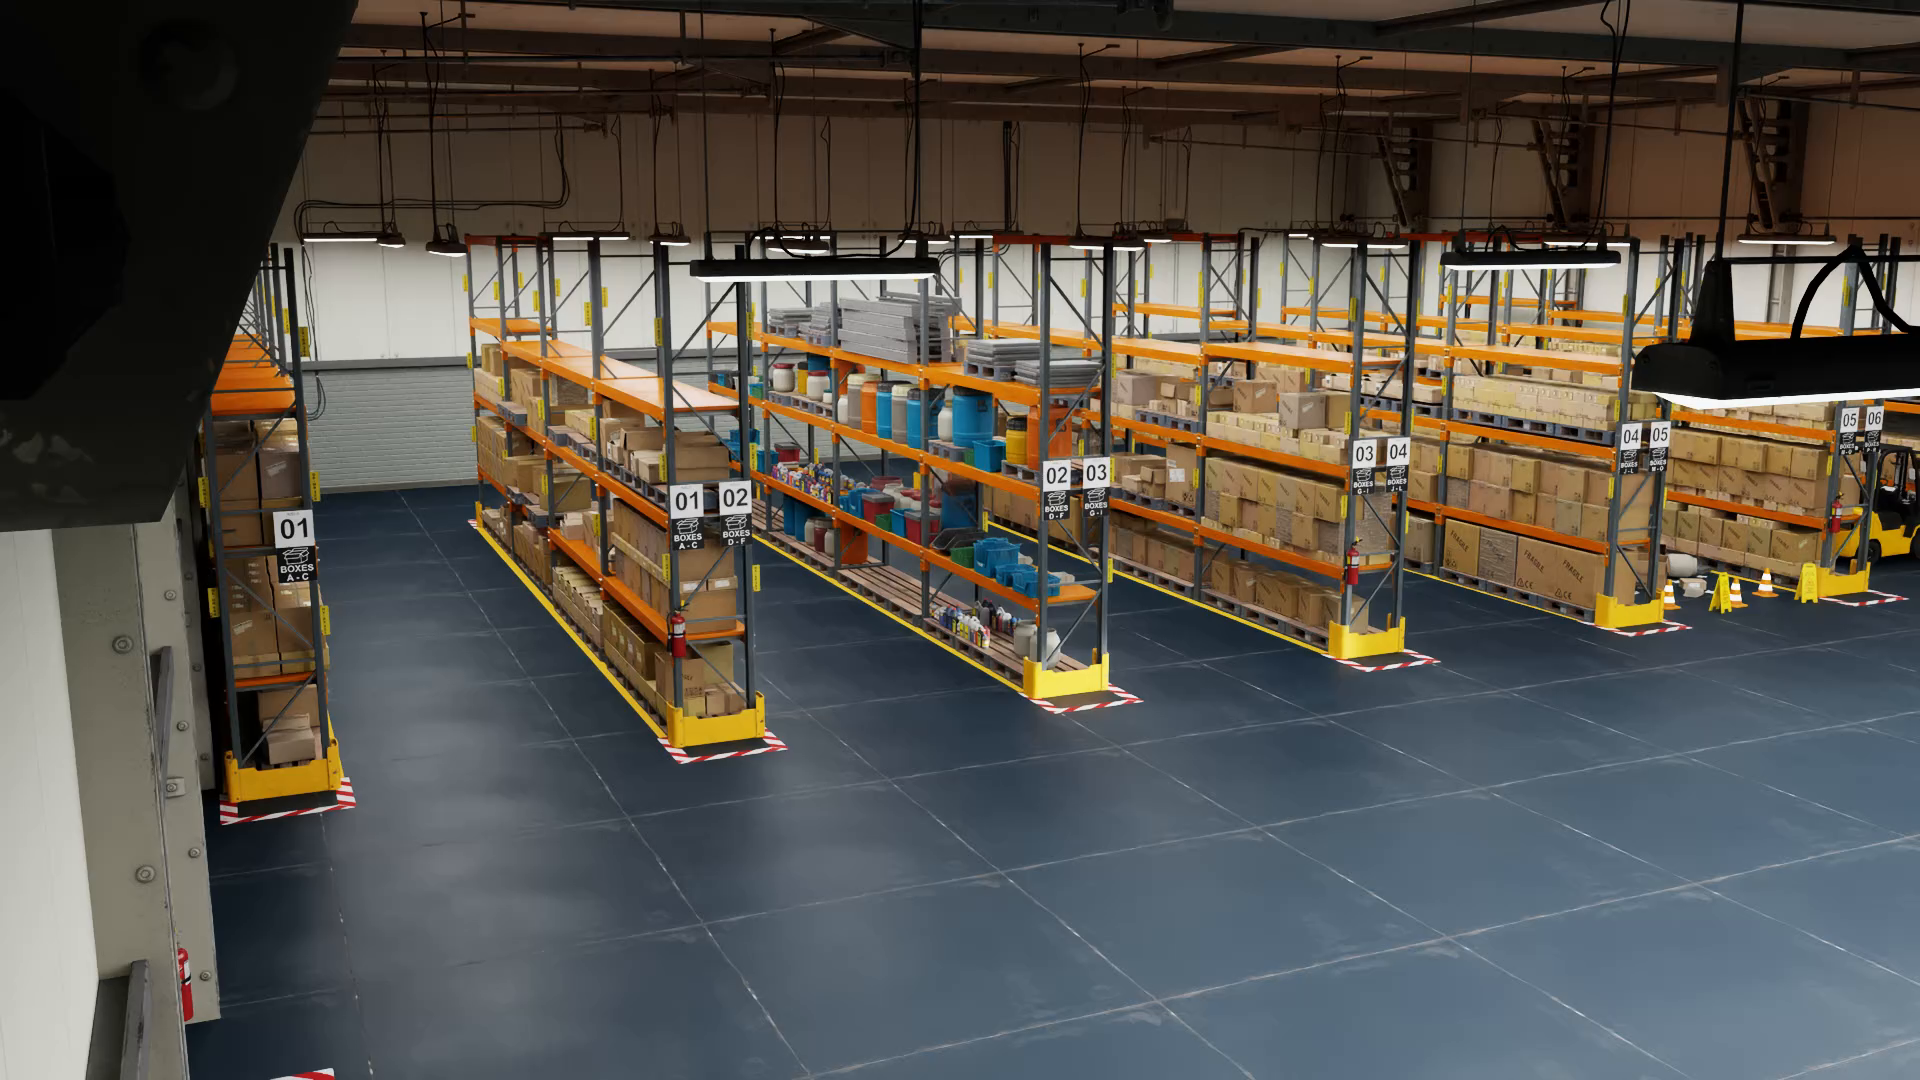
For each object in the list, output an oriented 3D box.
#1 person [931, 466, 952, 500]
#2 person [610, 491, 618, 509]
[{"bbox_3d":[-0.359,-1.053,34.199,0.492,1.672,0.499,-4,12,-18],"label":"person"},{"bbox_3d":[-6.732,-0.785,32.608,0.652,1.708,1.085,-5,12,-23],"label":"person"}]
